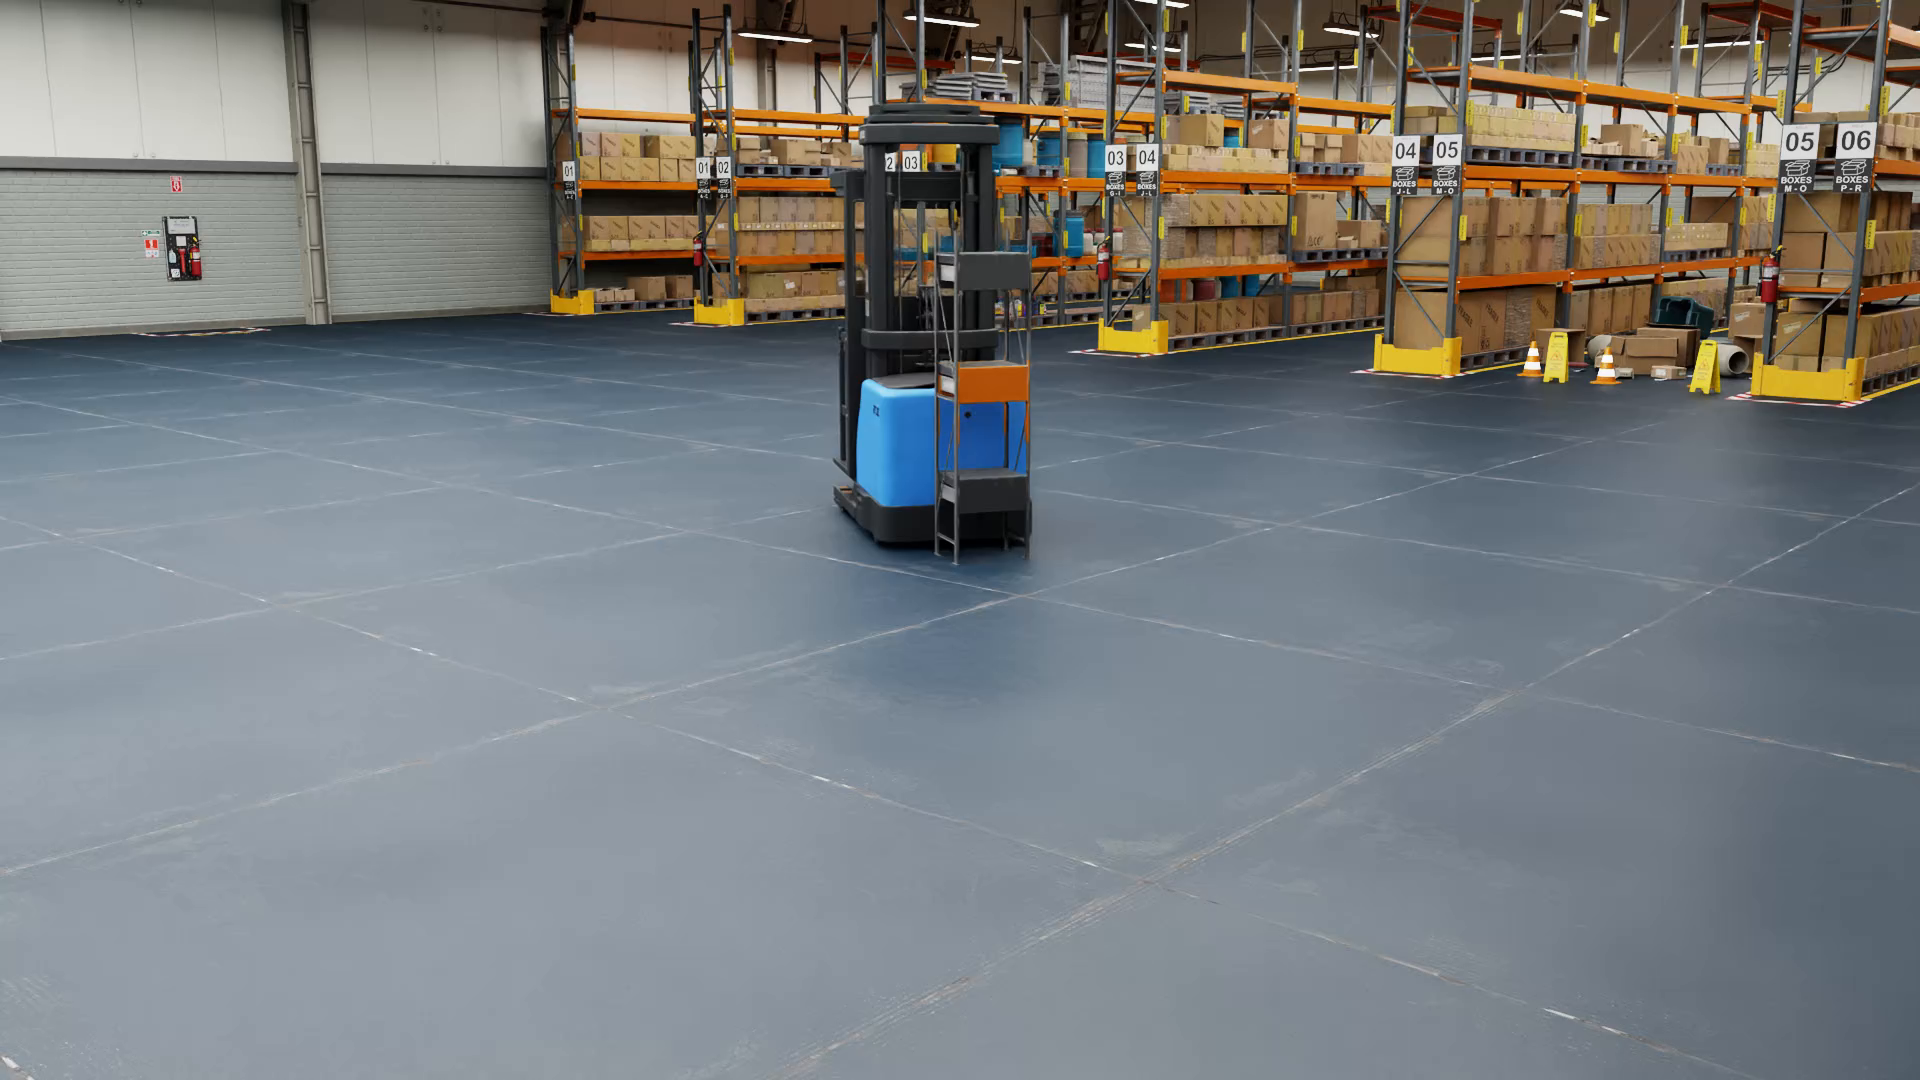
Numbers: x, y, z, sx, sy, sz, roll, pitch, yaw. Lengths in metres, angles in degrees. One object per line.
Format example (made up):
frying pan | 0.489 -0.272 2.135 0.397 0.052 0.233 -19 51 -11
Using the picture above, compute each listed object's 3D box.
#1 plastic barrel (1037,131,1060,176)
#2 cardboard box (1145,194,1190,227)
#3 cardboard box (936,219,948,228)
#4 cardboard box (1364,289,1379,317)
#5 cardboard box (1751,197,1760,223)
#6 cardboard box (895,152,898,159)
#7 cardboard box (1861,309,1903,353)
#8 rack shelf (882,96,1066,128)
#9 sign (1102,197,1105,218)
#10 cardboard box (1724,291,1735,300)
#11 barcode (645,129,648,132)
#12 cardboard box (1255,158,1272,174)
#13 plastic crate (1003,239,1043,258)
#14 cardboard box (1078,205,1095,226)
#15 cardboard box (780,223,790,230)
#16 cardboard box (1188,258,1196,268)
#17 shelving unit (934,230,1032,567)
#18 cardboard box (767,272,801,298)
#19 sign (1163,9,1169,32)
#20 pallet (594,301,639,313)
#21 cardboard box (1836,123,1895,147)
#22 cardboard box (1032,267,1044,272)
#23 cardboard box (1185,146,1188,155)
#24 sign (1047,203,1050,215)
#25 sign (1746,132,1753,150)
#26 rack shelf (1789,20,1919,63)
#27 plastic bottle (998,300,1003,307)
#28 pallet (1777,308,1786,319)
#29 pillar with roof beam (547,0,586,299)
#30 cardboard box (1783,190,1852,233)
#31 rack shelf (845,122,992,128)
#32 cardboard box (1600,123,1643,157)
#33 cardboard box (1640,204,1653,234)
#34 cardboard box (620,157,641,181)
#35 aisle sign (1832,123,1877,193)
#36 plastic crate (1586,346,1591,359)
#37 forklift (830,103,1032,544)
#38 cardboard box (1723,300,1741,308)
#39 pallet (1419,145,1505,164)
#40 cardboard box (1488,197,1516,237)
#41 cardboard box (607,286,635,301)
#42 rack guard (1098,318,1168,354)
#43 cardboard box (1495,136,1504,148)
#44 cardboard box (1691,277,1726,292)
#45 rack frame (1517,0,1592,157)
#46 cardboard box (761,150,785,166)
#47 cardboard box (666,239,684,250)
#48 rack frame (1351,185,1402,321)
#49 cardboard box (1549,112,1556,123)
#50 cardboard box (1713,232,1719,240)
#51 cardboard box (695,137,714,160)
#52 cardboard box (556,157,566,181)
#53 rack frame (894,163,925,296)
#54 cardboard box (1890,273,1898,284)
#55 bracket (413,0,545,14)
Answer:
plastic barrel | 1.793 -7.518 32.460 0.600 0.901 0.708 10 15 40
cardboard box | 3.269 -5.200 26.227 0.500 0.500 0.500 10 15 40
cardboard box | -0.656 -8.260 44.050 0.500 0.500 0.500 9 15 39
cardboard box | 7.554 -4.535 31.723 0.700 0.500 0.500 9 14 37
cardboard box | 15.093 -6.377 32.119 0.500 0.500 0.500 9 15 39
cardboard box | -1.661 -8.396 35.532 0.500 0.500 0.500 10 15 41
cardboard box | 11.579 -2.650 21.060 0.500 0.500 0.500 10 15 41
rack shelf | 0.300 -7.797 30.336 1.077 0.370 4.000 10 15 40
sign | 2.297 -5.267 26.365 0.100 0.325 0.005 10 15 40
cardboard box | 14.664 -4.702 31.989 0.380 0.149 0.250 11 15 43
barcode | -7.062 -9.232 37.475 0.001 0.075 0.075 10 15 40
cardboard box | 4.884 -6.279 27.920 0.500 0.250 0.500 10 15 42
plastic crate | 1.180 -5.607 31.990 0.767 0.338 0.504 10 15 40
cardboard box | 3.323 -8.163 41.822 0.500 0.500 0.500 10 15 41
cardboard box | -3.637 -6.300 33.388 0.380 0.149 0.250 9 14 38
cardboard box | 3.573 -4.466 26.759 0.380 0.149 0.250 10 15 40
shelving unit | 0.142 -0.913 10.629 0.503 2.100 0.431 -4 12 -20
cardboard box | -3.568 -5.175 33.702 0.500 0.500 0.500 10 15 40
sign | 3.108 -7.838 25.097 0.100 0.325 0.005 10 15 40
pallet | -7.849 -5.149 36.659 1.003 0.211 1.213 10 15 40
cardboard box | 10.677 -4.771 19.610 0.500 0.250 0.500 9 15 39
cardboard box | 1.690 -6.613 40.213 0.500 0.250 0.500 9 15 39
cardboard box | 3.374 -6.151 26.264 0.380 0.149 0.250 9 15 39
sign | 2.499 -9.356 47.042 0.100 0.325 0.005 10 15 40
sign | 14.700 -7.425 30.950 0.100 0.325 0.005 10 15 40
rack shelf | 11.465 -6.070 20.676 1.077 0.370 4.000 10 15 40
plastic bottle | 0.771 -4.474 32.001 0.097 0.271 0.097 0 11 0
pallet | 16.309 -4.673 34.277 1.003 0.211 1.213 10 15 40
pillar with roof beam | -5.415 -8.990 33.455 9.100 9.000 0.548 10 15 40
cardboard box | 10.318 -3.976 20.101 0.700 0.500 0.500 9 15 39
rack shelf | -0.777 -9.026 36.492 1.077 0.370 4.000 10 15 40
cardboard box | 10.704 -6.473 26.927 0.500 0.500 0.500 10 15 40
cardboard box | 11.337 -5.465 28.311 0.700 0.500 0.500 10 15 40
cardboard box | -7.332 -8.088 36.291 0.500 0.500 0.500 11 16 43
aisle sign | 10.337 -4.413 19.219 0.394 0.787 0.004 10 15 40
plastic crate | 9.870 -2.856 25.090 0.662 0.188 0.450 -4 2 -18
forklift | -0.341 -1.657 12.232 1.130 2.935 3.031 -3 12 -13
cardboard box | 14.761 -4.544 31.958 0.380 0.149 0.250 11 16 43
pallet | 6.842 -5.351 23.118 1.003 0.211 1.213 10 15 40
cardboard box | 7.399 -4.623 23.767 0.875 0.550 0.550 10 15 40
cardboard box | -7.561 -5.462 36.846 0.500 0.311 0.500 -11 15 -43
rack guard | 2.751 -3.254 26.436 1.175 0.500 0.348 10 15 40
cardboard box | 7.327 -5.536 23.134 0.380 0.149 0.250 10 15 41
cardboard box | 13.979 -4.784 31.107 0.500 0.250 0.500 9 15 39
rack frame | 9.000 -7.343 25.209 1.000 3.000 0.127 10 15 40
cardboard box | -3.809 -7.738 33.639 0.500 0.311 0.500 -10 15 -41
cardboard box | -6.562 -6.658 37.426 0.500 0.250 0.500 10 15 40
rack frame | 7.982 -5.646 32.028 1.000 3.000 0.127 10 15 40
cardboard box | 8.500 -6.189 24.368 0.380 0.149 0.250 10 15 41
cardboard box | 13.828 -5.648 30.847 0.380 0.149 0.250 11 15 43
cardboard box | -5.948 -8.890 37.753 0.500 0.500 0.500 8 14 36
cardboard box | -8.376 -8.014 35.920 0.500 0.500 0.500 -11 16 -43
rack frame | -1.020 -5.109 29.341 1.000 3.000 0.127 10 15 40
cardboard box | 11.590 -3.311 20.977 0.380 0.149 0.250 9 15 39
bracket | -10.369 -10.824 33.444 0.076 0.066 4.783 10 15 40
